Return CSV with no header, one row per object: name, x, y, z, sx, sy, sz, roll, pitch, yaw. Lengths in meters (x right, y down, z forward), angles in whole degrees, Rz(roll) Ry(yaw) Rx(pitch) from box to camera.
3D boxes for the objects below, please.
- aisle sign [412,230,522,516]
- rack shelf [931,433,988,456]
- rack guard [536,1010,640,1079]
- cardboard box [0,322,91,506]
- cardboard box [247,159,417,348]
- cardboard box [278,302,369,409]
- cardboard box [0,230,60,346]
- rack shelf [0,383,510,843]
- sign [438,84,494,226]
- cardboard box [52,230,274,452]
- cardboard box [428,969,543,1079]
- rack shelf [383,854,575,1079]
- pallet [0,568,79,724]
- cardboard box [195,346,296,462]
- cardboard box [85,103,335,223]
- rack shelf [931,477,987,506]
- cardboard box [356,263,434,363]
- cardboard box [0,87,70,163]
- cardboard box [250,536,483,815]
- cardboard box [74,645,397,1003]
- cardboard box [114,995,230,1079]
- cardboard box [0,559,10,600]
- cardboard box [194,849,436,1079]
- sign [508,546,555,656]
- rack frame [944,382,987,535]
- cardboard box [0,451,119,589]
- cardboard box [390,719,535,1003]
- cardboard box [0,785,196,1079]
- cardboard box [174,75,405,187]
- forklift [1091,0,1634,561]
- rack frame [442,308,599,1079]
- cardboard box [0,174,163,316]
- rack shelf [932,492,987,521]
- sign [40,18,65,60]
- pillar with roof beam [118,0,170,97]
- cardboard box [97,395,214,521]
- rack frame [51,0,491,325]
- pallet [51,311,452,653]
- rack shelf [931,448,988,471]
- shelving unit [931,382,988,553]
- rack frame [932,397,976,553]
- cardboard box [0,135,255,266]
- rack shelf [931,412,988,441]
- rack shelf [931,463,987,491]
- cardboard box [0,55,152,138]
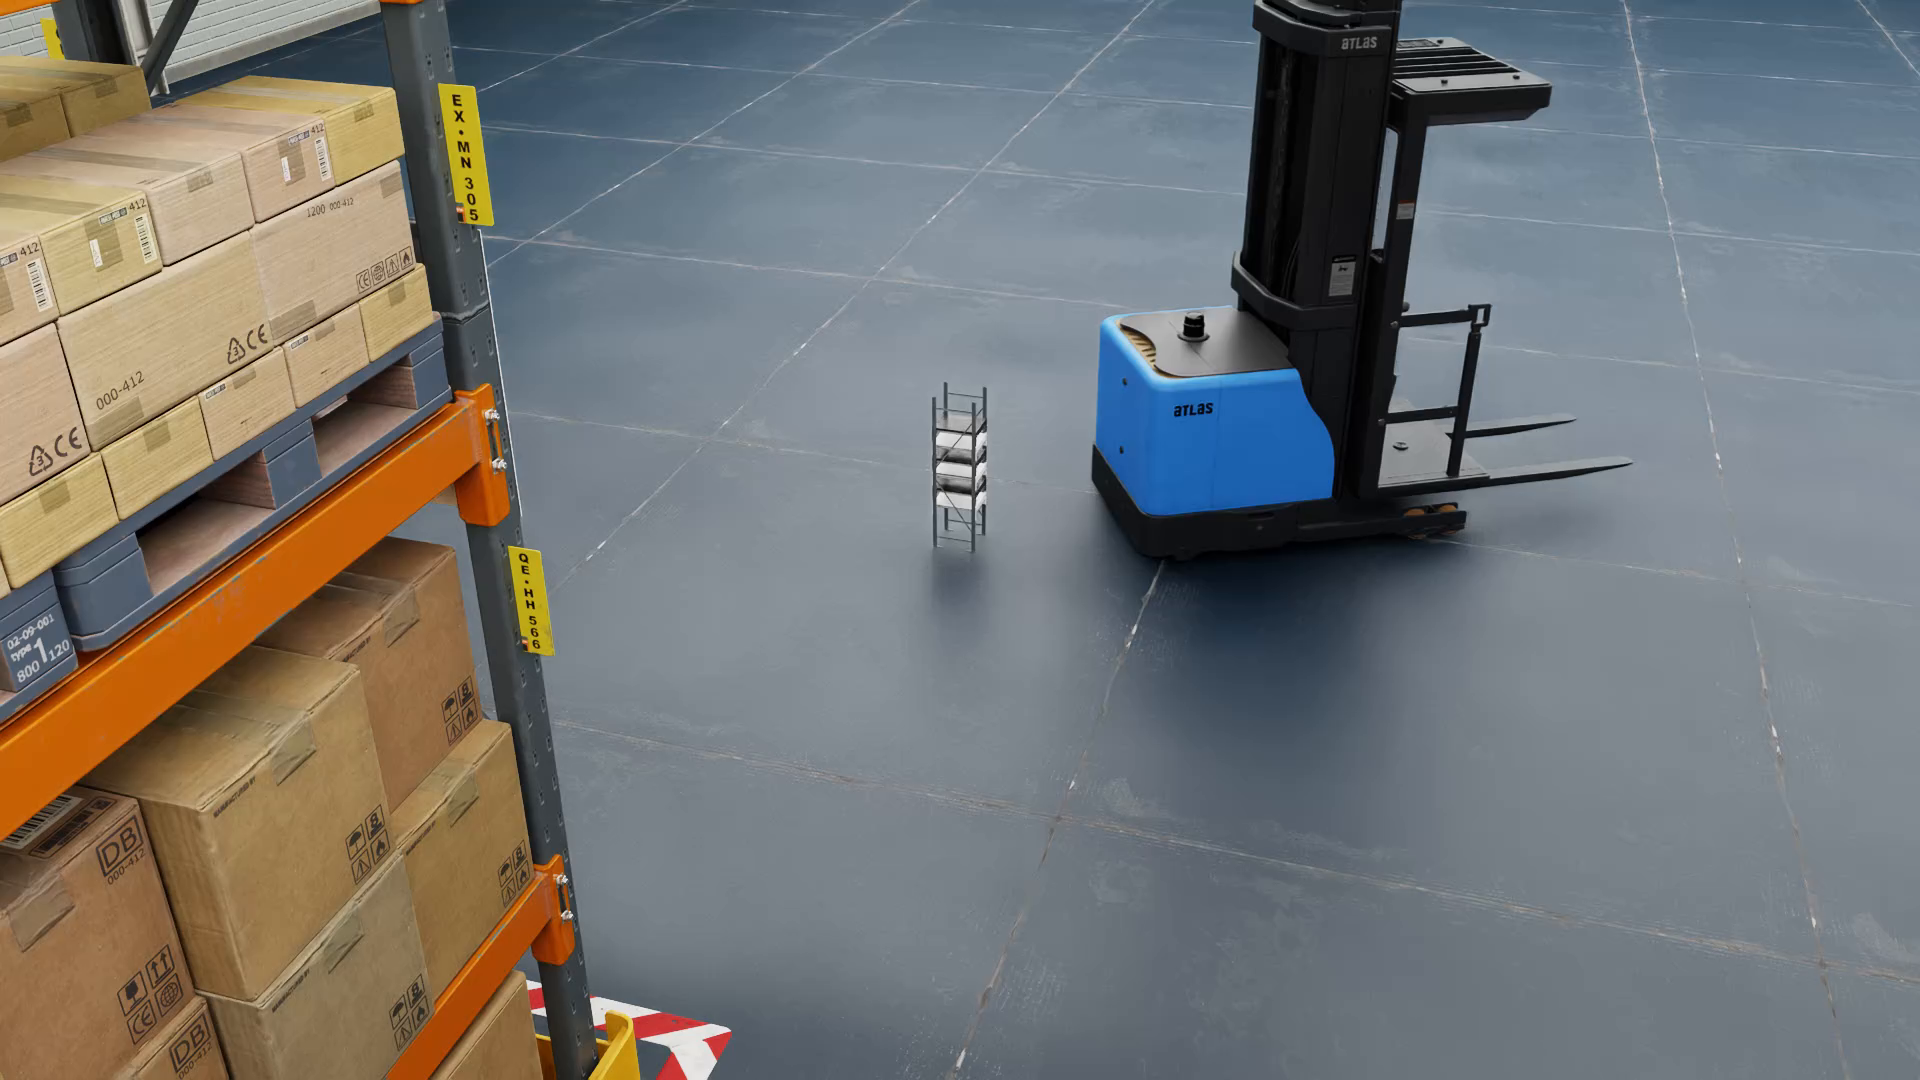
aisle sign,-1.352,-0.436,4.273,0.394,0.787,0.004,8,30,15
rack shelf,-0.002,-0.518,8.953,0.258,0.077,0.200,8,30,15
rack guard,-1.652,1.772,5.551,1.175,0.500,0.348,8,30,15
cardboard box,-1.832,-0.179,2.714,0.500,0.250,0.500,8,30,15
cardboard box,-1.536,-0.645,3.551,0.500,0.250,0.500,9,30,16
cardboard box,-1.508,-0.418,3.554,0.380,0.149,0.250,9,30,15
cardboard box,-1.733,-0.410,2.719,0.380,0.149,0.250,9,30,15
rack shelf,-2.246,0.624,2.698,1.077,0.370,4.000,8,30,15
sign,-1.145,-0.889,3.847,0.100,0.325,0.005,8,30,15
cardboard box,-1.683,-0.412,3.133,0.500,0.250,0.500,9,30,15
cardboard box,-1.795,1.760,4.754,0.875,0.875,0.875,9,30,15
rack shelf,-2.246,1.934,3.427,1.077,0.370,4.000,8,30,15
pallet,-2.223,0.334,2.571,1.003,0.211,1.213,8,30,15
cardboard box,-1.582,-0.298,3.339,0.380,0.149,0.250,9,30,16
cardboard box,-1.508,-0.765,3.358,0.380,0.149,0.250,9,30,15
rack shelf,-0.002,-0.282,9.084,0.258,0.077,0.200,8,30,15
cardboard box,-1.433,-0.535,3.764,0.380,0.149,0.250,8,30,15
cardboard box,-2.136,-0.860,3.528,0.380,0.149,0.250,9,30,15
cardboard box,-1.805,0.320,4.324,0.875,0.550,0.550,8,30,15
cardboard box,-1.878,0.589,3.841,0.875,0.550,0.550,8,30,15
cardboard box,-2.150,1.305,3.664,0.875,0.550,0.550,8,30,15
cardboard box,-1.806,0.056,2.703,0.380,0.149,0.250,9,30,15
cardboard box,-1.865,1.063,4.100,0.875,0.550,0.550,8,30,15
sign,-1.145,0.165,4.433,0.100,0.325,0.005,8,30,15
rack frame,0.027,-0.437,9.109,0.240,0.900,0.006,8,30,15
cardboard box,-1.732,-0.062,2.913,0.380,0.149,0.250,8,30,14
cardboard box,-1.725,0.804,4.565,0.875,0.550,0.550,8,30,15
cardboard box,-2.173,0.830,3.408,0.875,0.550,0.550,8,30,15
cardboard box,-1.434,-0.881,3.566,0.380,0.149,0.250,9,30,15
forklift,2.342,-1.529,8.984,3.031,2.935,1.130,-6,30,-11
rack frame,-1.659,0.691,4.923,1.000,3.000,0.127,8,30,15
cardboard box,-1.658,-0.526,2.927,0.380,0.149,0.250,9,30,16
rack shelf,-0.002,-0.203,9.128,0.258,0.077,0.200,8,30,15
sign,-2.188,-1.119,4.110,0.100,0.325,0.005,8,30,15
pillar with roof beam,-4.595,-8.064,14.490,9.100,9.000,0.400,8,30,15
cardboard box,-1.657,-0.181,3.128,0.380,0.149,0.250,9,30,15
rack frame,-1.659,-1.931,3.465,1.000,3.000,0.127,8,30,15
pallet,-1.867,-0.235,3.593,1.003,0.211,1.213,8,30,15
rack shelf,-0.002,-0.439,8.997,0.258,0.077,0.200,8,30,15
shelving unit,-0.002,-0.389,9.024,0.258,0.900,0.210,8,30,15
rack frame,-0.032,-0.342,8.940,0.240,0.900,0.006,8,30,15
cardboard box,-1.584,-0.646,3.144,0.380,0.149,0.250,9,30,16
rack shelf,-0.002,-0.596,8.909,0.258,0.077,0.200,8,30,15
rack shelf,-0.002,-0.360,9.041,0.258,0.077,0.200,8,30,15
cardboard box,-2.061,-0.976,3.738,0.380,0.149,0.250,9,30,15
